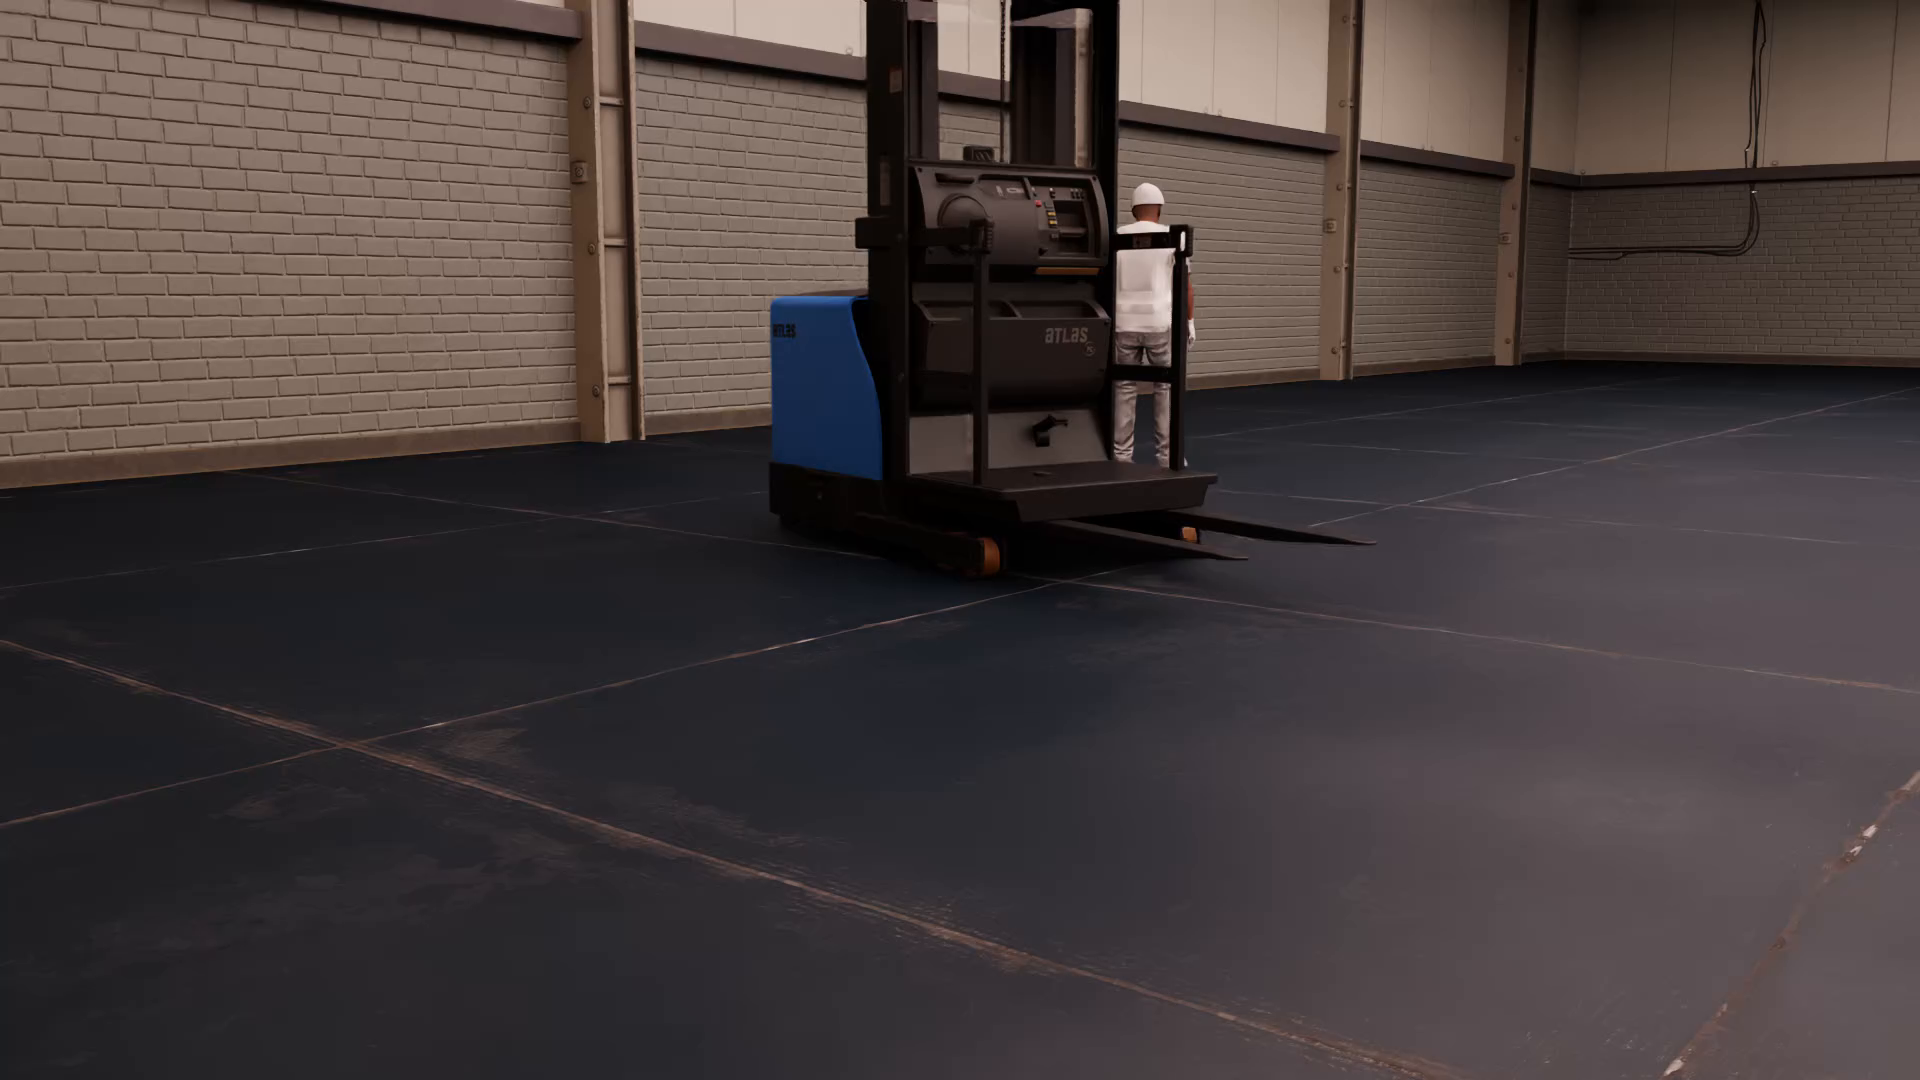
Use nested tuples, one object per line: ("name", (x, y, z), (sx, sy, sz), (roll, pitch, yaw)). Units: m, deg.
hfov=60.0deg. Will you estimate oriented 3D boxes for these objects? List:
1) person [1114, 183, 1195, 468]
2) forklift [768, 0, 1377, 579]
("person", (1.164, -1.335, 10.415), (0.618, 1.773, 0.442), (3, 9, 20))
("forklift", (0.341, -1.377, 6.692), (1.130, 2.935, 3.031), (-6, 10, -33))
